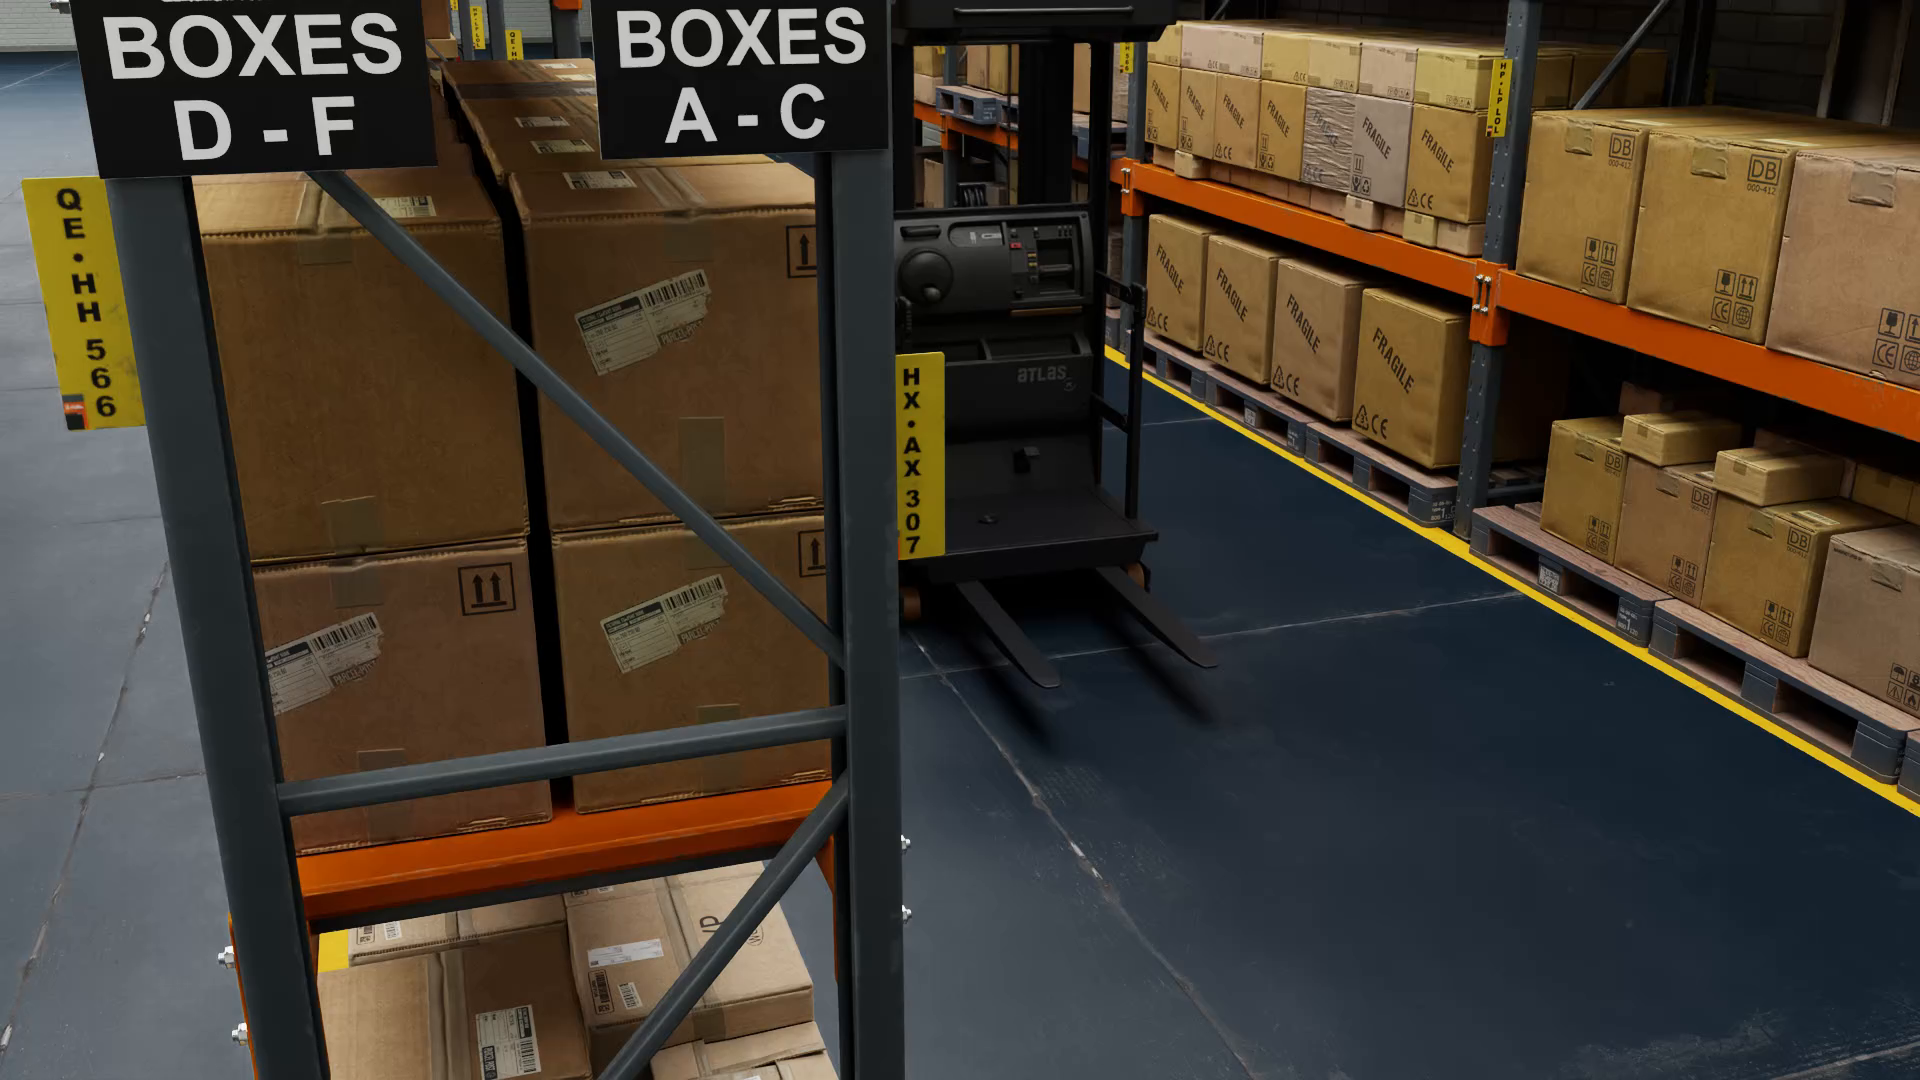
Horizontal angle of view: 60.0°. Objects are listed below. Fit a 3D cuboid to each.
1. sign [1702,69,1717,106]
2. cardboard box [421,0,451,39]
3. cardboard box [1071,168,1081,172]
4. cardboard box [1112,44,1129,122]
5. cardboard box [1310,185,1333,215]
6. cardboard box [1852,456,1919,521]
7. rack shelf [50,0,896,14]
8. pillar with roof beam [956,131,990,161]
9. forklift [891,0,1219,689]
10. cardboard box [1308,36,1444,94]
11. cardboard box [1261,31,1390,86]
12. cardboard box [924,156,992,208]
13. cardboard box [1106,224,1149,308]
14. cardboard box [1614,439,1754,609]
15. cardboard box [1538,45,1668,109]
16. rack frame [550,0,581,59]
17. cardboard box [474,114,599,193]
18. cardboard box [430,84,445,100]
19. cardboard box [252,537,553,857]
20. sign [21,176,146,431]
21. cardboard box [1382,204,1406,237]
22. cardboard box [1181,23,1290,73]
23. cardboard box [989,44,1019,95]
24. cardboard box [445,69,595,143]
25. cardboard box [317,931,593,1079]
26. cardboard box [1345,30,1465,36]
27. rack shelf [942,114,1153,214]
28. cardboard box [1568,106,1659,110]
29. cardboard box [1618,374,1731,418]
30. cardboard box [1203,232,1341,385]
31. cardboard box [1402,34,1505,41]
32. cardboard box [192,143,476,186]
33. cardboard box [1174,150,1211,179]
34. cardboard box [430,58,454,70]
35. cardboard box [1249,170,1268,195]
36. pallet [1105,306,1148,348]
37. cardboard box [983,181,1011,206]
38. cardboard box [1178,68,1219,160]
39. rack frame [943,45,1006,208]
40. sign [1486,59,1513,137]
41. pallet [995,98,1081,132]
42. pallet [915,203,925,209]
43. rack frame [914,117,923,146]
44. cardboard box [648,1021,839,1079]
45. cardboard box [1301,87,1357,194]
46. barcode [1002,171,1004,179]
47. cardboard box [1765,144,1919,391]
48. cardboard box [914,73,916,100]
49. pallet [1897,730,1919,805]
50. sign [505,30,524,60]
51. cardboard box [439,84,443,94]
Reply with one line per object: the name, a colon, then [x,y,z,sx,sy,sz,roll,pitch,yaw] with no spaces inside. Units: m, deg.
sign: [3.384,-1.975,7.581,0.100,0.325,0.005,-6,21,-17]
cardboard box: [-4.504,-4.310,13.412,0.700,0.500,0.500,-6,21,-17]
cardboard box: [0.899,-2.880,13.435,0.500,0.250,0.500,-7,21,-19]
cardboard box: [1.443,-3.159,11.474,0.700,0.500,0.500,-9,22,-24]
cardboard box: [2.125,-1.853,8.980,0.380,0.149,0.250,-7,21,-19]
cardboard box: [3.550,-0.197,6.145,0.380,0.149,0.250,-7,21,-18]
rack shelf: [-1.215,-1.375,3.934,1.077,0.370,4.000,-6,21,-17]
pillar with roof beam: [-3.960,-7.555,15.639,9.100,9.000,0.400,-6,21,-17]
forklift: [0.181,-1.175,6.853,1.130,2.935,3.031,-6,21,-16]
cardboard box: [2.156,-2.472,8.634,0.500,0.250,0.500,-6,21,-16]
cardboard box: [1.995,-2.635,9.090,0.500,0.250,0.500,-7,21,-18]
cardboard box: [-0.021,-3.398,15.986,0.500,0.500,0.500,-8,21,-21]
cardboard box: [1.324,-2.011,12.125,0.700,0.500,0.500,-6,21,-16]
cardboard box: [3.150,-0.080,6.778,0.700,0.500,0.500,-7,21,-18]
cardboard box: [2.960,-2.196,7.865,0.500,0.250,0.500,-6,21,-16]
rack frame: [-1.844,-0.944,6.106,1.000,3.000,0.127,-6,21,-17]
cardboard box: [-0.800,-0.676,3.734,0.500,0.500,0.500,-6,21,-16]
cardboard box: [-1.639,-0.950,4.496,0.500,0.500,0.500,-7,21,-19]
cardboard box: [-0.986,0.178,2.835,0.500,0.500,0.500,-6,21,-16]
sign: [-1.120,-0.301,2.137,0.100,0.325,0.005,-6,21,-17]
cardboard box: [2.342,-1.607,8.295,0.380,0.149,0.250,-6,21,-16]
cardboard box: [1.668,-2.959,9.989,0.500,0.250,0.500,-7,21,-18]
cardboard box: [0.639,-3.945,13.665,0.700,0.500,0.500,-4,20,-12]
cardboard box: [-1.276,-1.162,5.088,0.500,0.500,0.500,-7,21,-18]
cardboard box: [-0.991,1.161,3.293,0.500,0.500,0.500,-6,21,-17]
cardboard box: [2.467,-2.691,9.245,0.500,0.250,0.500,-7,21,-18]
rack shelf: [0.972,-3.058,13.057,1.077,0.370,4.000,-6,21,-17]
cardboard box: [2.952,-1.842,7.990,0.500,0.500,0.500,-7,21,-19]
cardboard box: [3.138,-0.614,7.306,0.380,0.149,0.250,-7,21,-18]
cardboard box: [1.976,-1.409,9.961,0.750,0.750,0.750,-6,21,-17]
cardboard box: [2.627,-2.523,8.777,0.500,0.250,0.500,-7,21,-19]
cardboard box: [-1.147,-0.453,3.114,0.500,0.500,0.500,-6,21,-16]
cardboard box: [1.558,-2.340,10.335,0.380,0.149,0.250,-6,21,-16]
cardboard box: [-4.504,-3.700,13.631,0.700,0.500,0.500,-7,21,-19]
cardboard box: [1.915,-2.106,9.684,0.380,0.149,0.250,-6,21,-16]
pallet: [1.356,-1.693,12.318,1.003,0.211,1.213,-6,21,-17]
cardboard box: [0.590,-2.835,14.418,0.700,0.500,0.500,-6,21,-15]
cardboard box: [1.666,-2.599,10.098,0.500,0.500,0.500,-6,21,-15]
rack frame: [0.343,-4.038,14.722,1.000,3.000,0.127,-6,21,-17]
sign: [2.345,-1.918,7.223,0.100,0.325,0.005,-6,21,-17]
pallet: [0.939,-3.295,12.937,1.003,0.211,1.213,-6,21,-17]
pallet: [-0.289,-3.330,16.875,1.003,0.211,1.213,-6,21,-17]
rack frame: [-0.914,-5.322,18.296,1.000,3.000,0.127,-6,21,-17]
cardboard box: [-0.471,1.215,3.636,0.380,0.166,0.250,-6,21,-17]
cardboard box: [2.154,-2.114,8.746,0.500,0.500,0.500,-6,21,-17]
barcode: [0.401,-3.418,15.570,0.001,0.075,0.075,-6,21,-17]
cardboard box: [3.475,-0.969,5.734,0.980,0.700,0.700,-7,21,-20]
cardboard box: [-0.242,-4.258,15.525,0.500,0.250,0.500,-6,21,-17]
pallet: [3.789,0.877,5.164,1.003,0.211,1.213,-6,21,-17]
sign: [-2.589,-2.796,9.666,0.100,0.325,0.005,-6,21,-17]
cardboard box: [-2.690,-1.968,8.189,0.700,0.500,0.500,-3,20,-7]
